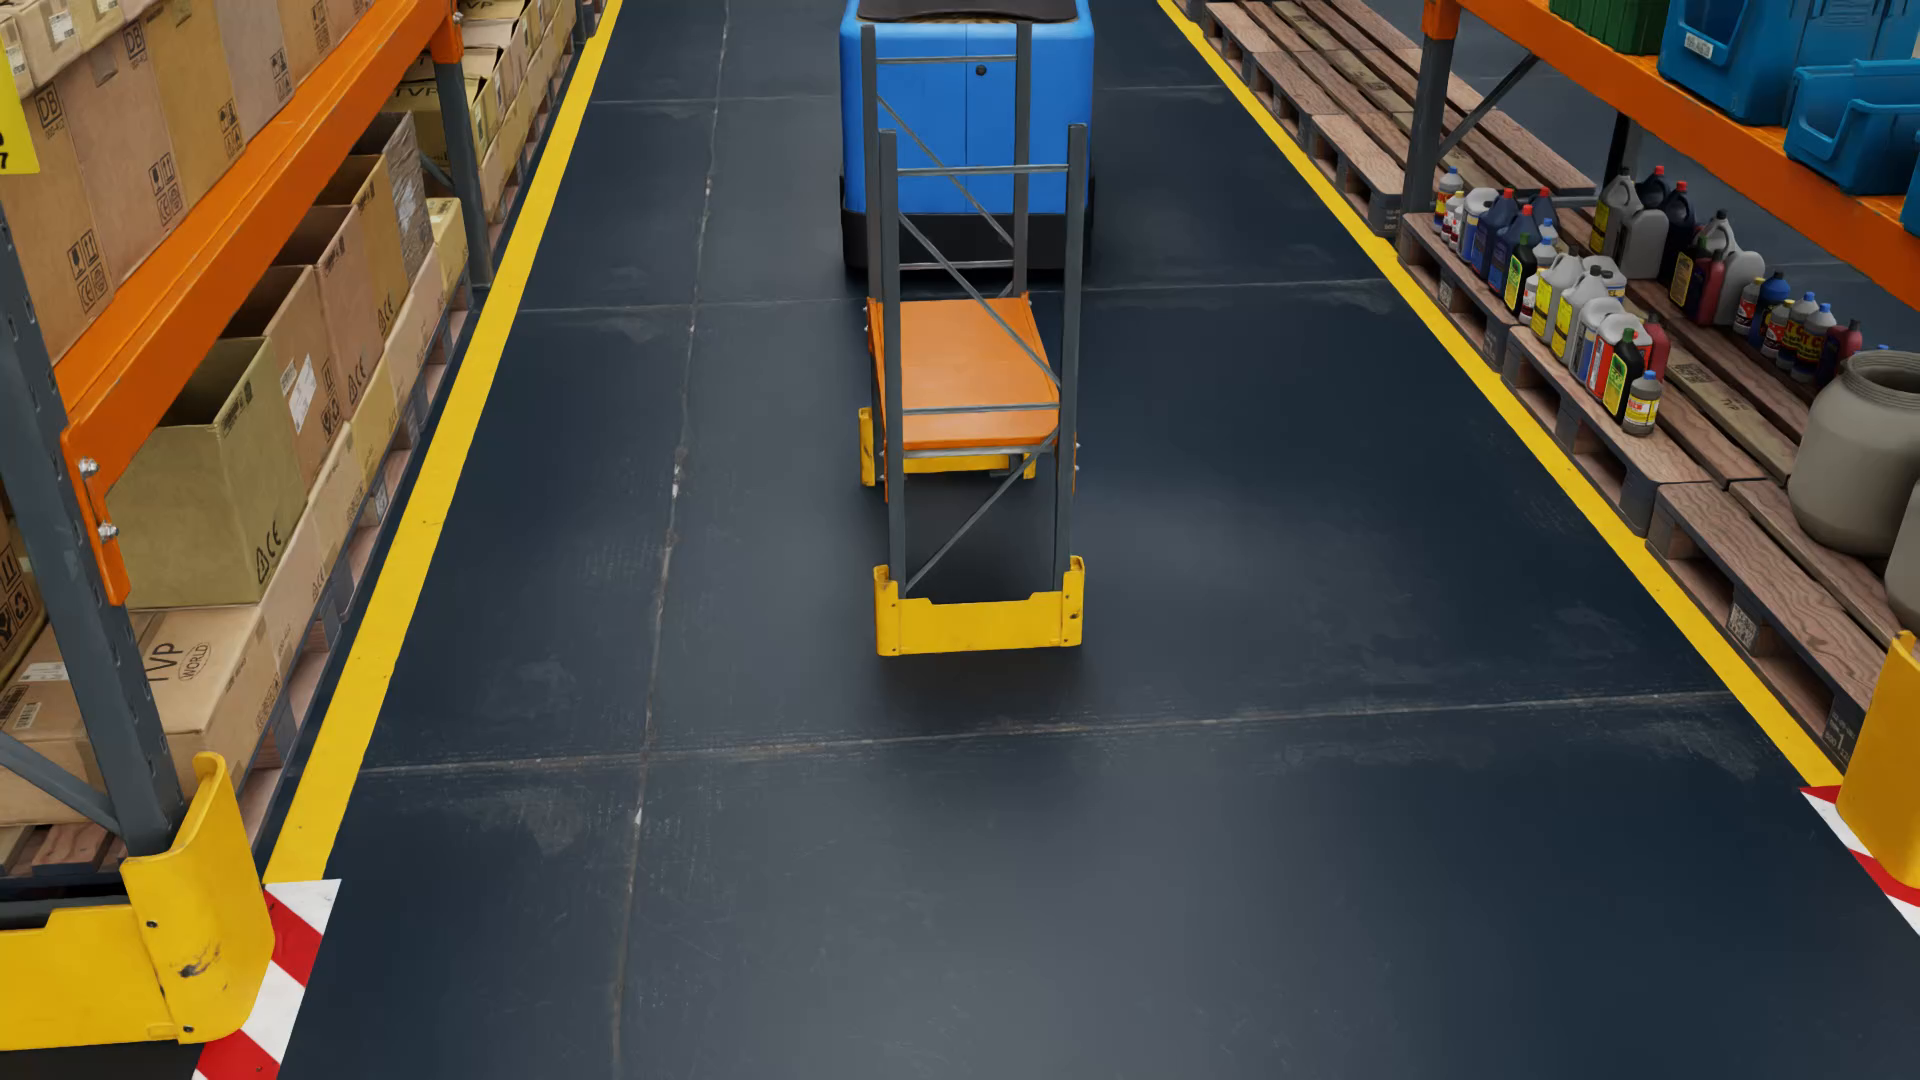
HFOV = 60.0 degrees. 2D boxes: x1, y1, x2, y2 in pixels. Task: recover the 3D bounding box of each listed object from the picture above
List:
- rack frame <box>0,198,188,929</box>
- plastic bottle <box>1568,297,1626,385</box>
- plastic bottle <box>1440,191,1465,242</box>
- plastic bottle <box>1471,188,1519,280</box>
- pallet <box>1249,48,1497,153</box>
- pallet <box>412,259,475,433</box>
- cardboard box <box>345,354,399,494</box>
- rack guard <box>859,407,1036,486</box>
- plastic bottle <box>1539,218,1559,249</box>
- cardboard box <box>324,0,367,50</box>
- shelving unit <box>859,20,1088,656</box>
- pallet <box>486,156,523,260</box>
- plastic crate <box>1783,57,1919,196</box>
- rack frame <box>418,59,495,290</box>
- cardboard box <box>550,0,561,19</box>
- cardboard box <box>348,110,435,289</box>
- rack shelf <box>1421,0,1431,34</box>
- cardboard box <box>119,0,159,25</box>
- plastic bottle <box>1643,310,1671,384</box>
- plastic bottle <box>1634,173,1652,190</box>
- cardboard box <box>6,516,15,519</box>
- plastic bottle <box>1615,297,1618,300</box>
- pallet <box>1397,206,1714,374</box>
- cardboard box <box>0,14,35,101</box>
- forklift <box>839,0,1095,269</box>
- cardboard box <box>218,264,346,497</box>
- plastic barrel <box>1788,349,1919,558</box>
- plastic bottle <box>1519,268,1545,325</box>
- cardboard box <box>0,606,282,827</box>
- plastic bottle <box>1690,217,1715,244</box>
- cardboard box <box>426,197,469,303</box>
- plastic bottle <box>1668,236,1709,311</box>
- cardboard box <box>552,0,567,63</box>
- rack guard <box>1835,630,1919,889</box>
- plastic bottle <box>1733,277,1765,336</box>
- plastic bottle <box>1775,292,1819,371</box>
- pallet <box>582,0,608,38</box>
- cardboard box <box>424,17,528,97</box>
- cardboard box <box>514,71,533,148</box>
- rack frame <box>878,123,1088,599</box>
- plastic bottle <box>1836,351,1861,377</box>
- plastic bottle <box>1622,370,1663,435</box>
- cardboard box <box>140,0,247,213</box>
[{"bbox_3d":[-2.112,-0.311,2.845,1.000,3.000,0.127,-3,31,-5],"label":"rack frame"},{"bbox_3d":[2.203,-0.683,5.696,0.152,0.276,0.135,-4,31,-6],"label":"plastic bottle"},{"bbox_3d":[2.049,-1.340,6.869,0.097,0.201,0.097,0,31,0],"label":"plastic bottle"},{"bbox_3d":[2.108,-1.208,6.502,0.144,0.351,0.185,-2,31,-3],"label":"plastic bottle"},{"bbox_3d":[2.217,-2.415,9.087,1.003,0.211,1.213,-3,31,-5],"label":"pallet"},{"bbox_3d":[-2.453,-0.748,6.296,1.003,0.211,1.213,-3,31,-5],"label":"pallet"},{"bbox_3d":[-2.079,-0.361,5.201,0.500,0.250,0.500,-3,31,-5],"label":"cardboard box"},{"bbox_3d":[-0.039,-0.323,5.546,0.587,0.250,0.087,-3,31,-5],"label":"rack guard"},{"bbox_3d":[2.242,-1.106,6.408,0.097,0.271,0.097,0,31,0],"label":"plastic bottle"},{"bbox_3d":[-2.382,-1.901,5.410,0.700,0.500,0.500,-3,31,-5],"label":"cardboard box"},{"bbox_3d":[0.007,-0.605,4.800,0.587,1.500,1.083,-3,31,-5],"label":"shelving unit"},{"bbox_3d":[-2.594,-1.530,7.606,1.003,0.211,1.213,-3,31,-5],"label":"pallet"},{"bbox_3d":[2.420,-1.055,4.237,0.499,0.251,0.408,-3,31,-5],"label":"plastic crate"},{"bbox_3d":[-2.486,-2.353,6.264,1.000,3.000,0.127,-3,31,-5],"label":"rack frame"},{"bbox_3d":[-2.510,-3.115,9.265,0.500,0.311,0.500,-3,31,-5],"label":"cardboard box"},{"bbox_3d":[-2.190,-1.193,5.862,0.500,0.500,0.500,-3,31,-5],"label":"cardboard box"},{"bbox_3d":[2.259,-3.301,8.552,1.077,0.370,4.000,-3,31,-5],"label":"rack shelf"},{"bbox_3d":[-2.005,-1.234,3.661,0.380,0.149,0.250,-3,31,-5],"label":"cardboard box"},{"bbox_3d":[2.321,-0.621,5.584,0.061,0.283,0.133,-3,31,-5],"label":"plastic bottle"},{"bbox_3d":[2.819,-1.381,6.857,0.061,0.283,0.133,-1,31,-2],"label":"plastic bottle"},{"bbox_3d":[-2.564,-0.080,4.731,0.500,0.250,0.500,-3,31,-5],"label":"cardboard box"},{"bbox_3d":[2.299,-0.764,5.903,0.097,0.201,0.097,0,31,0],"label":"plastic bottle"},{"bbox_3d":[2.467,-1.046,6.796,1.003,0.211,1.213,-3,31,-5],"label":"pallet"},{"bbox_3d":[-1.934,-0.843,3.006,0.380,0.149,0.250,-3,31,-5],"label":"cardboard box"},{"bbox_3d":[0.044,-3.120,7.615,1.130,2.935,3.031,0,31,1],"label":"forklift"},{"bbox_3d":[-2.049,-0.427,4.580,0.500,0.500,0.500,-3,31,-5],"label":"cardboard box"},{"bbox_3d":[2.635,-0.247,4.755,0.421,0.512,0.421,0,31,0],"label":"plastic barrel"},{"bbox_3d":[2.129,-0.902,6.135,0.097,0.201,0.097,0,31,0],"label":"plastic bottle"},{"bbox_3d":[-1.941,0.405,3.919,0.500,0.250,0.500,-3,31,-5],"label":"cardboard box"},{"bbox_3d":[2.868,-1.117,6.415,0.061,0.283,0.133,-1,31,-1],"label":"plastic bottle"},{"bbox_3d":[-2.225,-1.127,6.483,0.500,0.250,0.500,-3,31,-5],"label":"cardboard box"},{"bbox_3d":[2.742,-1.015,6.245,0.061,0.283,0.133,-3,31,-5],"label":"plastic bottle"},{"bbox_3d":[-2.516,-2.875,9.410,0.500,0.250,0.500,-3,31,-5],"label":"cardboard box"},{"bbox_3d":[2.766,0.490,3.942,1.175,0.500,0.348,-3,31,-5],"label":"rack guard"},{"bbox_3d":[2.891,-0.856,6.058,0.097,0.201,0.097,0,31,0],"label":"plastic bottle"},{"bbox_3d":[2.919,-0.730,5.779,0.097,0.271,0.097,0,31,0],"label":"plastic bottle"},{"bbox_3d":[-2.892,-3.581,11.040,1.003,0.211,1.213,-3,31,-5],"label":"pallet"},{"bbox_3d":[-2.368,-2.337,7.962,0.500,0.311,0.500,-4,31,-6],"label":"cardboard box"},{"bbox_3d":[-2.375,-2.096,8.106,0.500,0.250,0.500,-4,31,-6],"label":"cardboard box"},{"bbox_3d":[0.055,-0.341,4.358,0.500,1.500,0.032,-3,31,-5],"label":"rack frame"},{"bbox_3d":[2.951,-0.527,5.507,0.097,0.201,0.097,0,31,0],"label":"plastic bottle"},{"bbox_3d":[2.212,-0.450,5.379,0.097,0.201,0.097,0,31,0],"label":"plastic bottle"},{"bbox_3d":[-2.238,-1.114,4.093,0.700,0.500,0.500,-3,31,-4],"label":"cardboard box"}]
